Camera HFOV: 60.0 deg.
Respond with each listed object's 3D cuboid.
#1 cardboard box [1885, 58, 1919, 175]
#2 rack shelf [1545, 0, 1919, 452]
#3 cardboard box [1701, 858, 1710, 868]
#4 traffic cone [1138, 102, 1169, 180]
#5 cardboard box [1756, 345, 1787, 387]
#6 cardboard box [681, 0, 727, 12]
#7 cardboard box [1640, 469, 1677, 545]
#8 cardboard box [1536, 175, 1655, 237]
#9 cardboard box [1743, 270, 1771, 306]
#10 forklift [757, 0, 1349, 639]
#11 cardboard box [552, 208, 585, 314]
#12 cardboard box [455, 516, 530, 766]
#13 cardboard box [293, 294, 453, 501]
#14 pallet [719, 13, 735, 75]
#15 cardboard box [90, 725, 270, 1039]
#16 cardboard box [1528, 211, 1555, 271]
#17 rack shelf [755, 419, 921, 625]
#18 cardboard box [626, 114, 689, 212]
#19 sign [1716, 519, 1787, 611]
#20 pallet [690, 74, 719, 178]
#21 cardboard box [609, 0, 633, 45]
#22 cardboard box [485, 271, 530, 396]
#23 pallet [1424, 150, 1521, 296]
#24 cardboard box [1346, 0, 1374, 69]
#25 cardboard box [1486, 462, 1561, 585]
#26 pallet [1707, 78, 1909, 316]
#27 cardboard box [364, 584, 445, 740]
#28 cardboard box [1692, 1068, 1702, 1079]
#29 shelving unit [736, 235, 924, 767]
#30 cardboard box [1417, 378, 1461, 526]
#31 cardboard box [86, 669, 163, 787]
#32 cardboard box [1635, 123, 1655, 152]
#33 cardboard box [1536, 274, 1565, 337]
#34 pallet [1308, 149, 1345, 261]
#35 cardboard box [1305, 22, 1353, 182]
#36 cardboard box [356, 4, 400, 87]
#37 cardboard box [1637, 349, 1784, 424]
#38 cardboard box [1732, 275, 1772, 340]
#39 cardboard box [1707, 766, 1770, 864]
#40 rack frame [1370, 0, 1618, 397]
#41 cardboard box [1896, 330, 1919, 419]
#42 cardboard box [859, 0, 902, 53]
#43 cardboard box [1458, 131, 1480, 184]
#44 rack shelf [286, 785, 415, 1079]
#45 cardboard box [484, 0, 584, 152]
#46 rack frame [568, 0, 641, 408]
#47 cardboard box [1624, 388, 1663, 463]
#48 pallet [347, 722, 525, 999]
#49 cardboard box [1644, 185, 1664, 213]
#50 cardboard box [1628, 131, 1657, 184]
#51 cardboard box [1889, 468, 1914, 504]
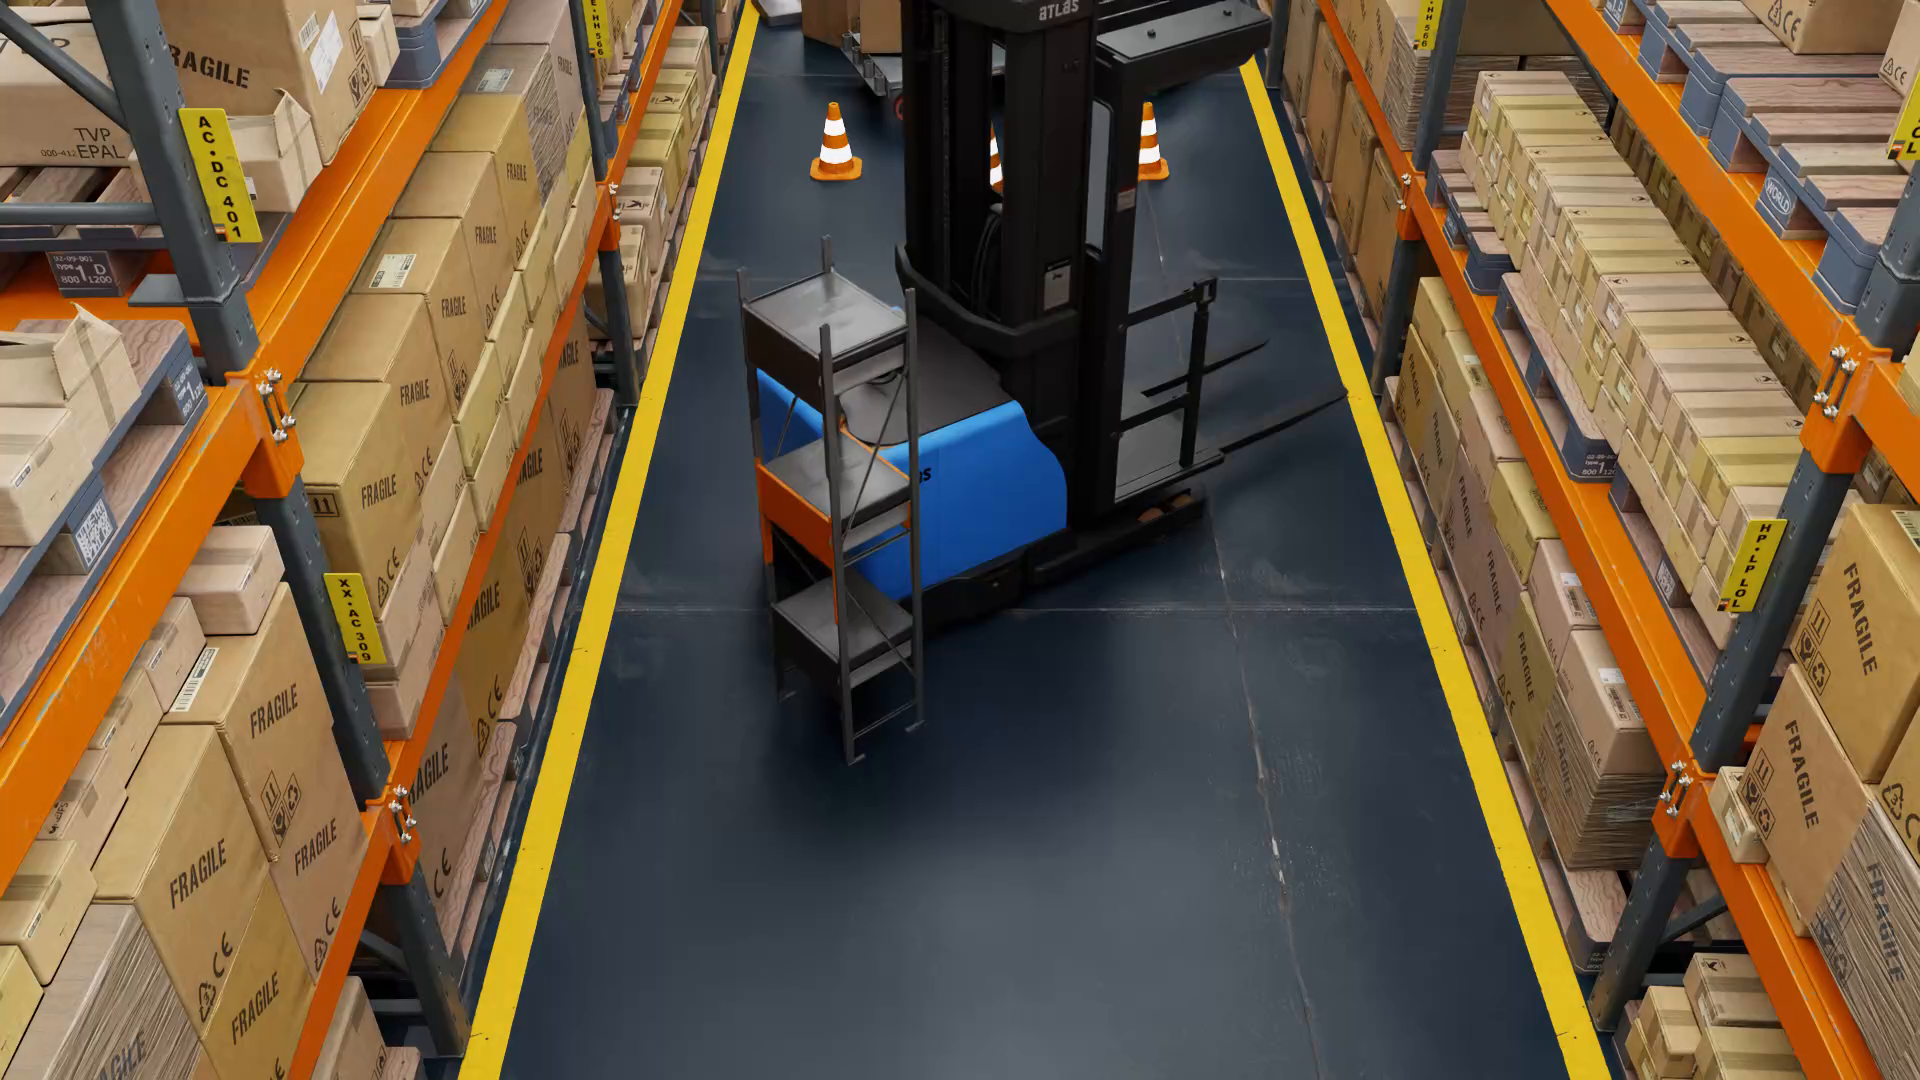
[{"bbox_3d":[2.844,-1.089,4.141,0.700,0.500,0.500,0,39,0],"label":"cardboard box"},{"bbox_3d":[2.732,-1.619,5.793,1.077,0.370,4.000,0,39,0],"label":"rack shelf"},{"bbox_3d":[2.998,0.871,6.173,0.500,0.500,0.500,1,39,2],"label":"cardboard box"},{"bbox_3d":[1.216,-2.651,10.934,0.336,0.463,0.334,0,39,0],"label":"traffic cone"},{"bbox_3d":[3.187,-0.607,6.220,0.380,0.149,0.250,-1,39,-1],"label":"cardboard box"},{"bbox_3d":[-1.956,-4.167,12.060,0.500,0.500,0.500,2,39,2],"label":"cardboard box"},{"bbox_3d":[2.536,-0.111,5.600,0.380,0.149,0.250,0,39,0],"label":"cardboard box"},{"bbox_3d":[2.537,-1.332,6.649,0.380,0.149,0.250,2,39,2],"label":"cardboard box"},{"bbox_3d":[3.187,-1.000,6.234,0.380,0.149,0.250,1,39,1],"label":"cardboard box"},{"bbox_3d":[0.574,-1.382,7.376,3.031,2.935,1.130,-23,44,-26],"label":"forklift"},{"bbox_3d":[-1.944,-1.219,7.238,0.500,0.250,0.500,1,39,1],"label":"cardboard box"},{"bbox_3d":[-2.305,0.301,6.584,0.875,0.875,0.875,1,39,1],"label":"cardboard box"},{"bbox_3d":[-1.957,-0.434,5.259,0.500,0.500,0.500,0,39,0],"label":"cardboard box"},{"bbox_3d":[-2.261,-3.746,12.501,1.003,0.211,1.213,0,39,0],"label":"pallet"},{"bbox_3d":[-1.947,0.771,3.755,0.500,0.500,0.500,-1,39,-1],"label":"cardboard box"},{"bbox_3d":[2.535,-1.209,6.733,0.380,0.149,0.250,0,39,0],"label":"cardboard box"},{"bbox_3d":[-0.468,-0.075,6.432,0.431,0.518,0.480,-28,46,-30],"label":"rack shelf"},{"bbox_3d":[-2.215,-2.340,10.283,0.950,0.372,0.625,1,39,1],"label":"cardboard box"},{"bbox_3d":[2.179,0.073,4.580,0.100,0.325,0.005,0,39,0],"label":"sign"},{"bbox_3d":[-2.223,-2.839,11.370,1.003,0.211,1.213,0,39,0],"label":"pallet"},{"bbox_3d":[-1.997,-2.839,8.486,0.500,0.500,0.500,2,39,2],"label":"cardboard box"},{"bbox_3d":[-1.940,-0.781,6.292,0.500,0.250,0.500,-1,39,-1],"label":"cardboard box"},{"bbox_3d":[2.837,-1.459,7.571,1.213,0.211,1.003,0,39,0],"label":"pallet"},{"bbox_3d":[2.461,-2.925,9.167,0.500,0.500,0.500,-1,39,-1],"label":"cardboard box"},{"bbox_3d":[2.478,-0.077,6.756,0.500,0.250,0.500,-2,39,-2],"label":"cardboard box"},{"bbox_3d":[2.840,-0.962,4.548,1.213,0.211,1.003,0,39,0],"label":"pallet"},{"bbox_3d":[-1.952,0.372,5.253,0.500,0.250,0.500,-1,39,-1],"label":"cardboard box"},{"bbox_3d":[2.504,1.739,5.132,0.380,0.149,0.250,0,39,0],"label":"cardboard box"},{"bbox_3d":[-0.468,-0.085,6.423,0.431,2.100,0.503,-28,46,-30],"label":"shelving unit"},{"bbox_3d":[2.479,-0.411,7.773,0.500,0.500,0.500,0,39,0],"label":"cardboard box"},{"bbox_3d":[-2.015,0.419,3.675,0.380,0.149,0.250,0,39,0],"label":"cardboard box"},{"bbox_3d":[3.186,-1.814,7.250,0.380,0.149,0.250,0,39,-1],"label":"cardboard box"},{"bbox_3d":[2.532,-0.936,6.630,0.380,0.149,0.250,0,39,1],"label":"cardboard box"},{"bbox_3d":[2.805,-2.146,10.504,1.003,0.211,1.213,0,39,0],"label":"pallet"},{"bbox_3d":[2.813,-2.776,10.524,1.050,0.750,0.750,0,39,0],"label":"cardboard box"},{"bbox_3d":[-1.867,-1.446,4.854,0.380,0.166,0.250,-3,39,-3],"label":"cardboard box"},{"bbox_3d":[2.538,-0.521,5.636,0.380,0.149,0.250,0,39,0],"label":"cardboard box"},{"bbox_3d":[3.190,-0.885,6.328,0.380,0.149,0.250,-1,39,-1],"label":"cardboard box"},{"bbox_3d":[2.407,0.797,4.803,0.380,0.149,0.250,1,39,2],"label":"cardboard box"},{"bbox_3d":[2.729,-1.980,8.067,1.000,3.000,0.127,0,39,0],"label":"rack frame"},{"bbox_3d":[2.471,-0.301,3.693,0.500,0.250,0.500,2,39,2],"label":"cardboard box"},{"bbox_3d":[-0.445,-3.754,11.675,0.500,0.500,0.500,0,39,0],"label":"cardboard box"},{"bbox_3d":[2.528,-1.766,7.665,0.380,0.149,0.250,-1,39,-1],"label":"cardboard box"},{"bbox_3d":[-2.214,2.120,3.527,1.077,0.370,4.000,0,39,0],"label":"rack shelf"},{"bbox_3d":[-1.958,-2.019,7.237,0.500,0.500,0.500,-1,39,-1],"label":"cardboard box"},{"bbox_3d":[-2.221,-1.913,7.984,1.000,3.000,0.127,0,39,0],"label":"rack frame"},{"bbox_3d":[2.532,-0.400,5.723,0.380,0.149,0.250,-1,39,-2],"label":"cardboard box"},{"bbox_3d":[-2.292,1.194,6.337,1.003,0.211,1.213,0,39,0],"label":"pallet"},{"bbox_3d":[3.189,-1.421,7.235,0.380,0.149,0.250,1,39,1],"label":"cardboard box"},{"bbox_3d":[3.187,-1.686,7.328,0.380,0.149,0.250,1,39,2],"label":"cardboard box"},{"bbox_3d":[3.187,-0.197,5.232,0.380,0.149,0.250,1,39,1],"label":"cardboard box"}]
